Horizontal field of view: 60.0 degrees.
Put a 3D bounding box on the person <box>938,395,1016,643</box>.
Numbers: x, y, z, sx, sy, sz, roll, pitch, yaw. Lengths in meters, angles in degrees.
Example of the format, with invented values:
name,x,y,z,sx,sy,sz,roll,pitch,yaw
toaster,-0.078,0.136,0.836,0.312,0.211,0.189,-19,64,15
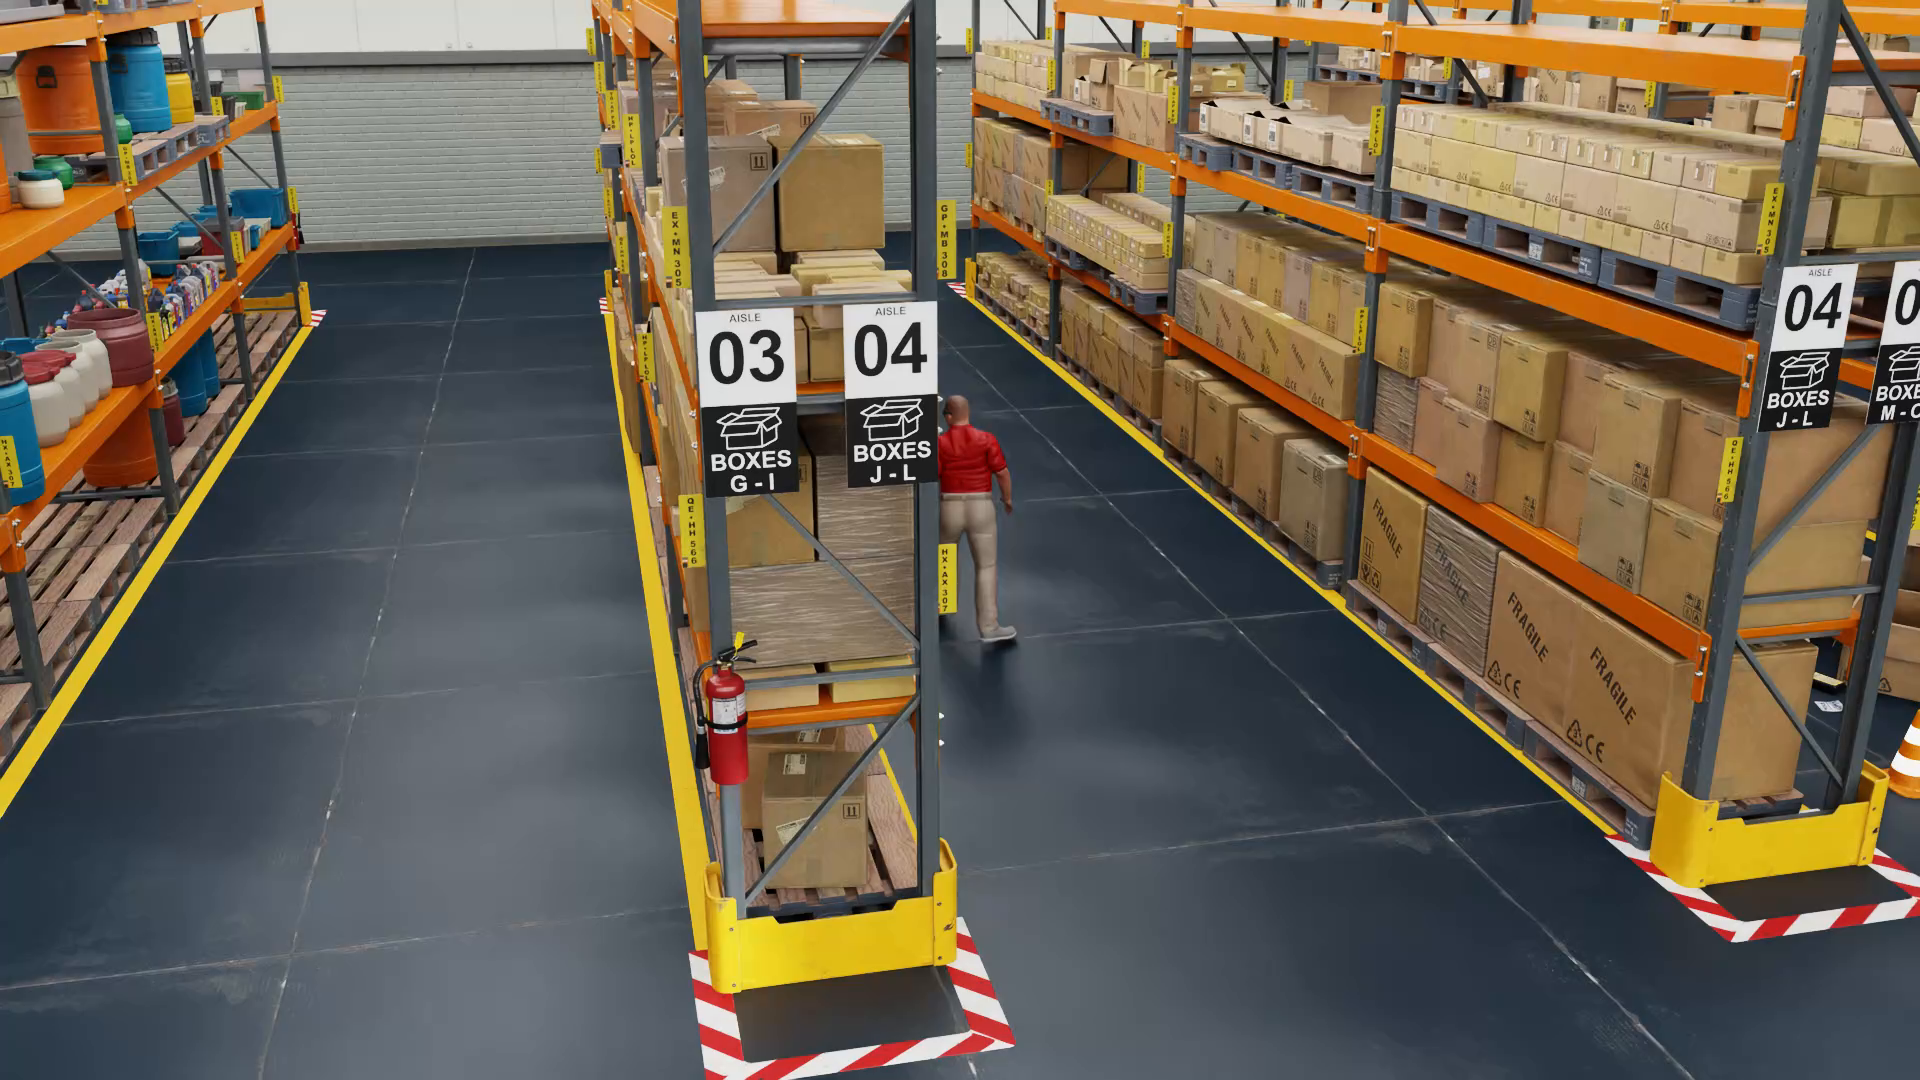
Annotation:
name,x,y,z,sx,sy,sz,roll,pitch,yaw
person,0.051,-0.200,11.659,0.728,1.666,0.948,1,20,4
